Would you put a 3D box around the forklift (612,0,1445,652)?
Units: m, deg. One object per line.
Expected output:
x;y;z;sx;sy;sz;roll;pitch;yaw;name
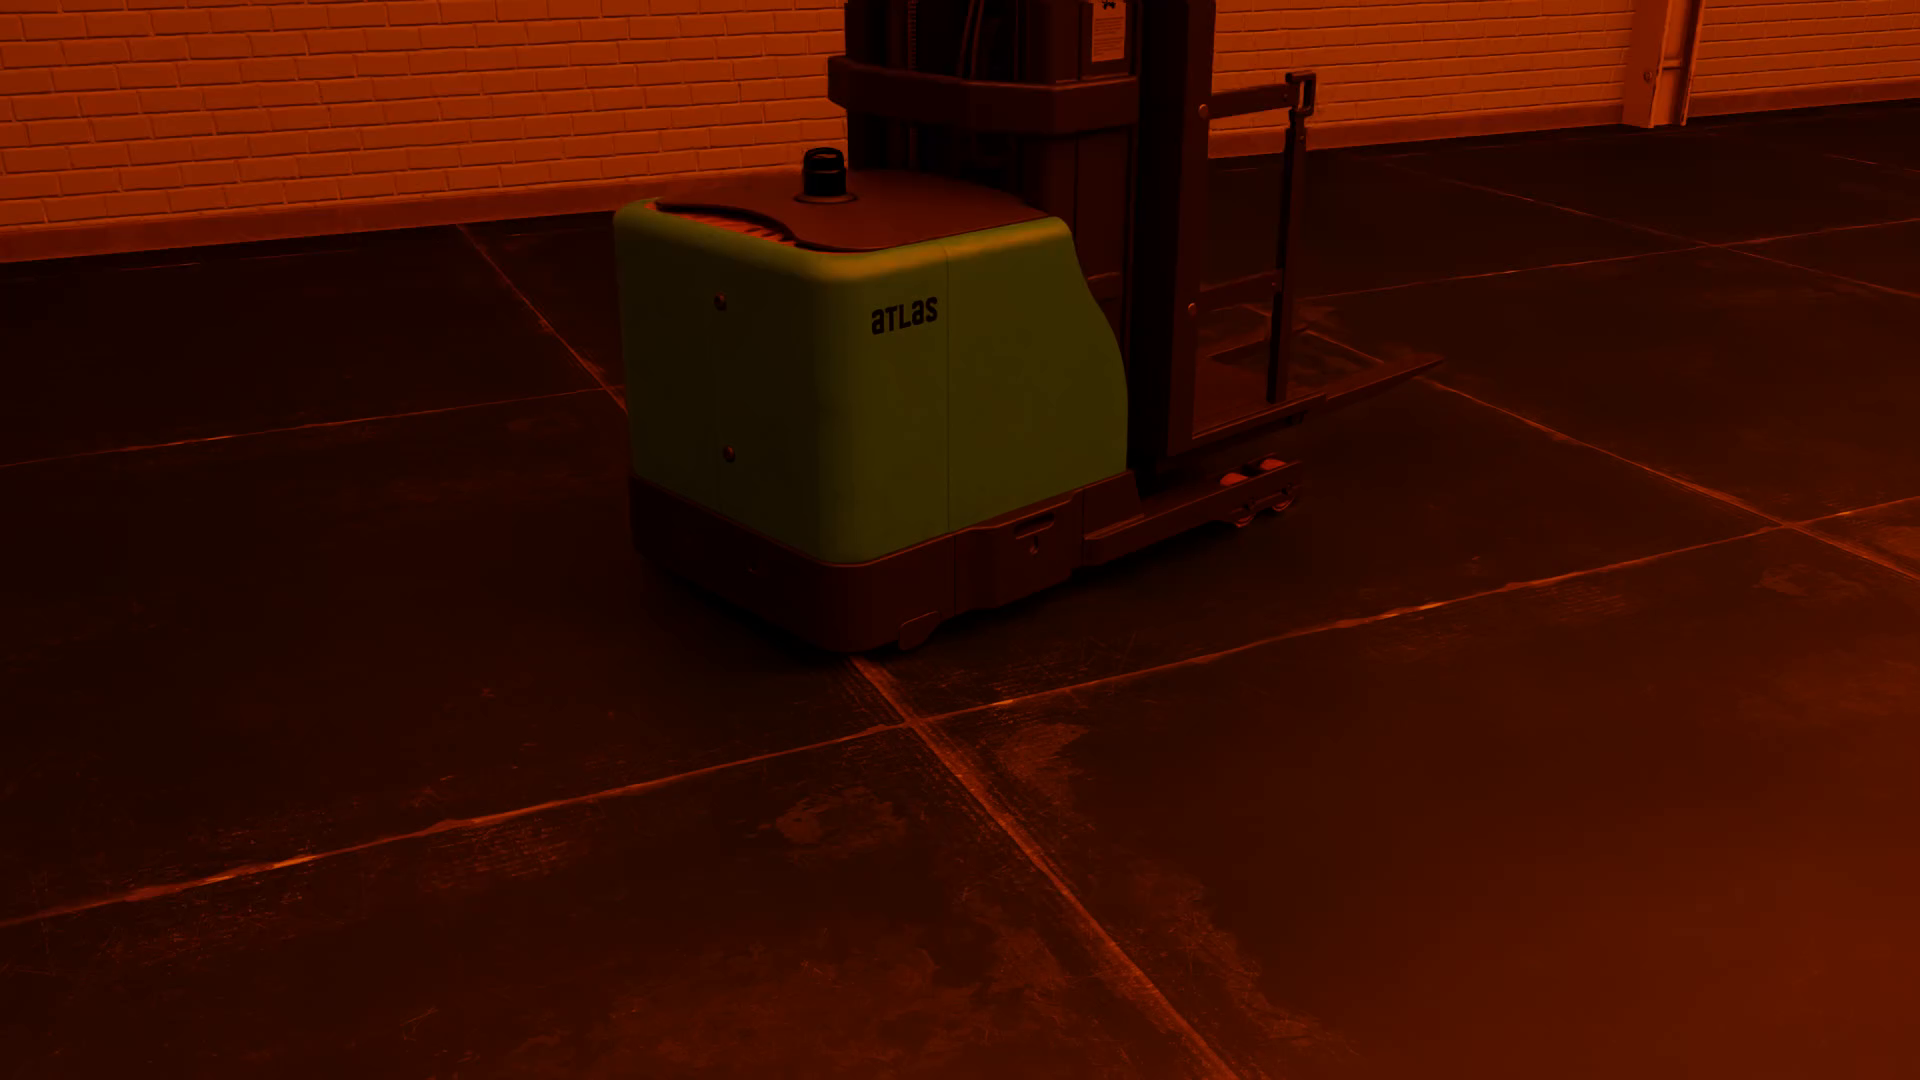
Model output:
0.461;-1.526;4.959;3.031;2.935;1.130;-20;30;-39;forklift
